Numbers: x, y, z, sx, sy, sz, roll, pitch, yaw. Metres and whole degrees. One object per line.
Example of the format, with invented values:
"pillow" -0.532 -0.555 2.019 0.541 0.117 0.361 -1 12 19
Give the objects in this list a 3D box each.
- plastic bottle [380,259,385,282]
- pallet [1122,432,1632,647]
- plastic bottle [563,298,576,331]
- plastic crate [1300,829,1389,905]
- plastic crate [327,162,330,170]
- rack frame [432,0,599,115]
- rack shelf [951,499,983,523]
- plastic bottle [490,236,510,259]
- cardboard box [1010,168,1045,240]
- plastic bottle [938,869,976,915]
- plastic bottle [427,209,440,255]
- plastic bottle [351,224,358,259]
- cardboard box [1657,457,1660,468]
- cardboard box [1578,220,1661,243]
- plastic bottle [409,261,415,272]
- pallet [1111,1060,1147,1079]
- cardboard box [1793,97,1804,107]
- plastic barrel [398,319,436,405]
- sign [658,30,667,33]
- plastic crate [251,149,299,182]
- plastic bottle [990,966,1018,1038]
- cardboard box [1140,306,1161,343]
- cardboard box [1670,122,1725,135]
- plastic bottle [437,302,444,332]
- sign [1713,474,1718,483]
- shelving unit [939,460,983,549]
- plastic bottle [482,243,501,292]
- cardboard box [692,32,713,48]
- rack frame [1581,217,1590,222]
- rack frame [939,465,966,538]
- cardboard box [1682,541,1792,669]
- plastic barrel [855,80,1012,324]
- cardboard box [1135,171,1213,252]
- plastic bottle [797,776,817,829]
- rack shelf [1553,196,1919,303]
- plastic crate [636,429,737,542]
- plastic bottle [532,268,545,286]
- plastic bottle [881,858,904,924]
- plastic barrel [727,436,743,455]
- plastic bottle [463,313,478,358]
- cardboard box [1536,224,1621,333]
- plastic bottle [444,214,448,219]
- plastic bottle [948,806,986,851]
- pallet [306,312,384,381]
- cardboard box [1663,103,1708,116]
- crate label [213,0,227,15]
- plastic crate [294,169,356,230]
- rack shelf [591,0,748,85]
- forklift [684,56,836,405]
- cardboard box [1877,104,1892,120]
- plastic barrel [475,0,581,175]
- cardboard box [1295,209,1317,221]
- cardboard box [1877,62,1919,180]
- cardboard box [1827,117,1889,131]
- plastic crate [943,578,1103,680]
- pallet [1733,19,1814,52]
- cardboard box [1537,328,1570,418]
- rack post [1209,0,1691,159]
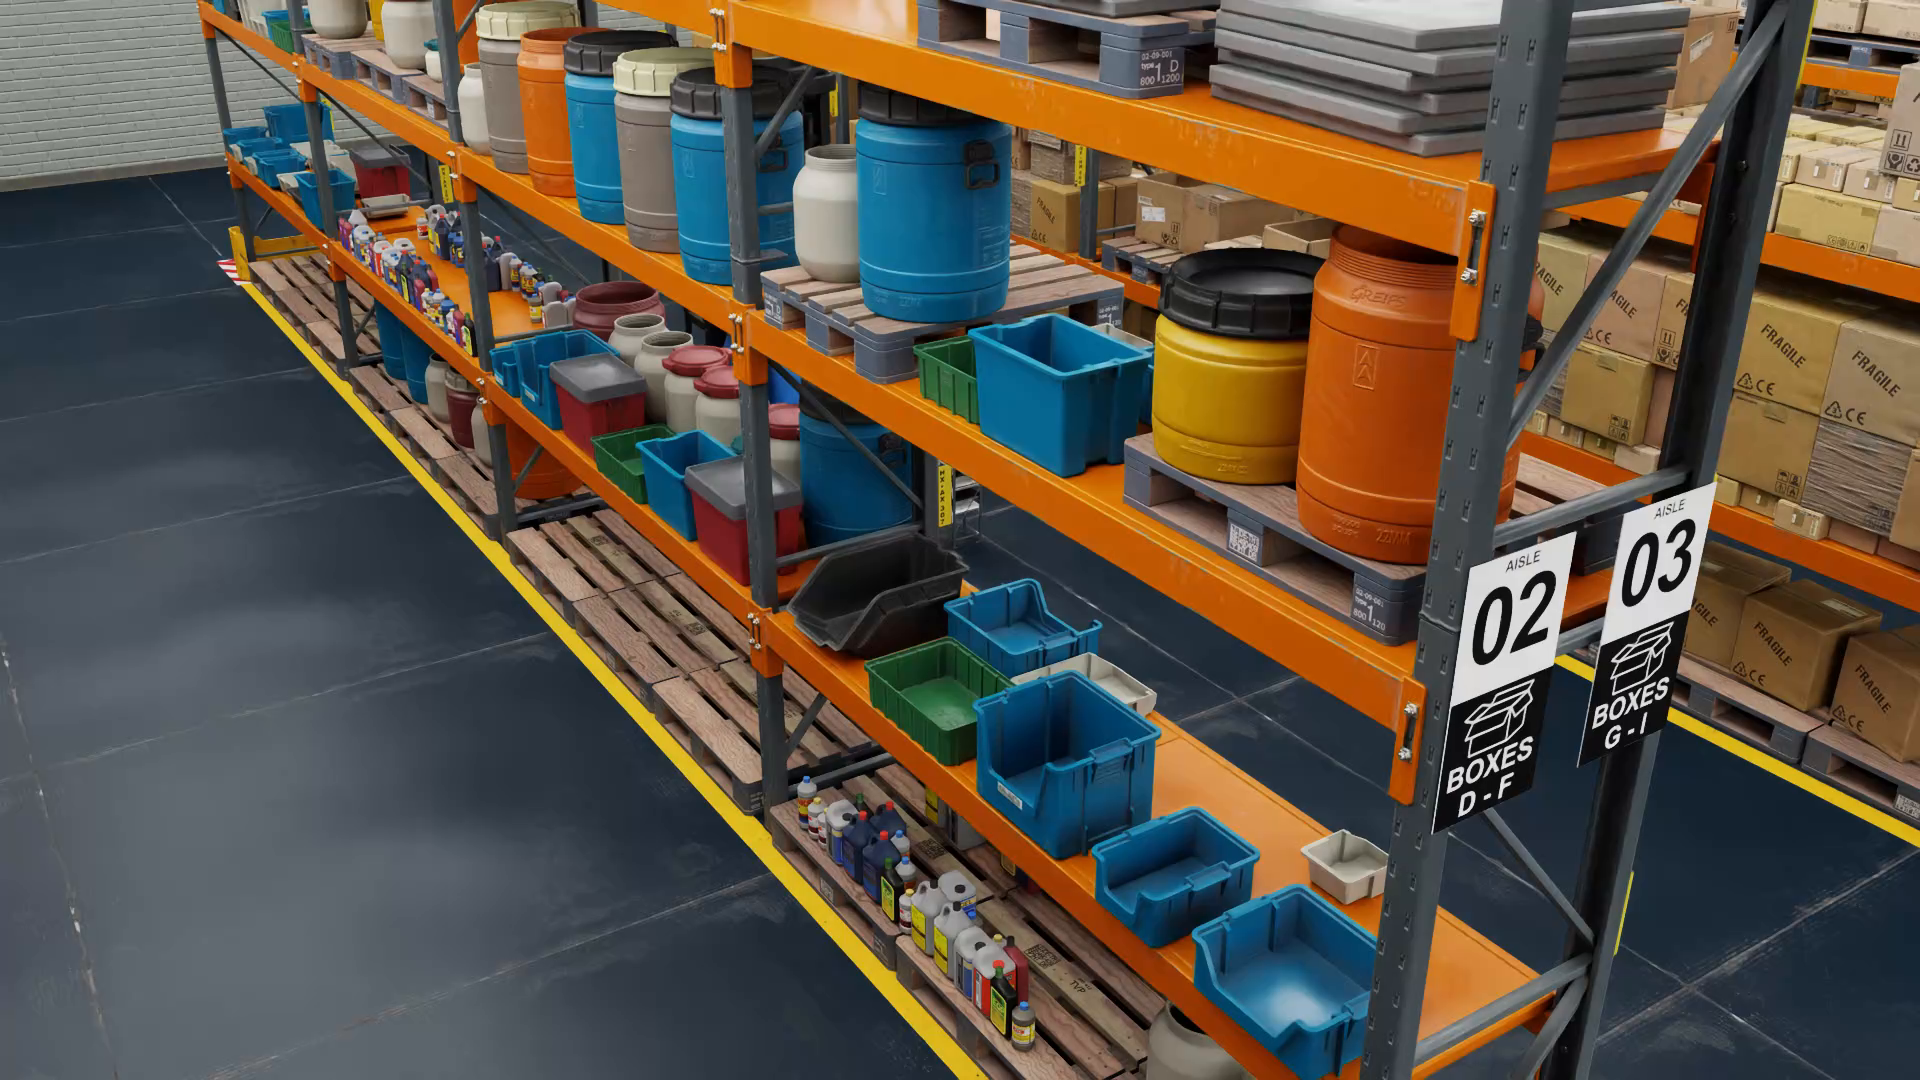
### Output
"plastic bottle" -4.443 -2.108 12.897 0.097 0.201 0.097 0 25 0
"pallet" 1.259 -0.129 5.179 1.003 0.211 1.213 -16 29 -30
"plastic bottle" -2.704 -1.575 11.680 0.152 0.276 0.135 -16 29 -30
"plastic crate" 1.410 1.185 5.997 0.298 0.136 0.250 -16 29 -30
"plastic crate" -6.013 -3.618 16.101 0.298 0.136 0.250 -16 29 -30
"rack frame" -2.738 -4.114 9.885 1.000 3.000 0.127 -16 29 -30
"rack shelf" -0.004 -0.217 11.618 0.258 0.077 0.200 -16 29 -30
"plastic bottle" -3.545 -2.163 12.837 0.144 0.351 0.185 -16 29 -30
"cardboard box" 0.667 -2.899 14.222 0.500 0.500 0.500 -16 30 -30
"plastic bottle" -0.016 1.624 7.433 0.152 0.276 0.135 -16 29 -30
"plastic bottle" -4.267 -2.523 13.601 0.144 0.351 0.185 -16 29 -30
"plastic bottle" -4.875 -2.423 13.482 0.097 0.271 0.097 0 25 0
"cardboard box" 4.163 -0.422 9.387 0.380 0.149 0.250 -16 29 -30
"cardboard box" 4.071 -1.659 10.077 0.500 0.500 0.500 -16 29 -30
"plastic bottle" -4.063 -1.930 12.424 0.061 0.283 0.133 -16 29 -30
"pallet" 1.109 2.414 6.352 1.003 0.211 1.213 -16 29 -30
"cardboard box" 9.221 -4.917 18.790 0.500 0.250 0.500 -17 30 -31
"plastic barrel" -4.253 -1.621 13.598 0.600 0.901 0.708 -16 29 -30
"sign" -3.424 -5.716 19.201 0.100 0.325 0.005 -16 29 -30
"plastic crate" -6.528 -3.577 15.903 0.416 0.233 0.300 -16 29 -30
"plastic bottle" 0.180 1.898 6.845 0.061 0.283 0.133 -15 29 -28
"cardboard box" 1.802 -1.730 13.397 0.500 0.250 0.500 -14 29 -28
"cardboard box" 4.017 -2.146 8.939 0.380 0.149 0.250 -15 29 -28
"plastic bottle" -3.650 -1.589 11.796 0.097 0.201 0.097 0 25 0
"sign" 2.092 -0.026 4.730 0.100 0.325 0.005 -16 29 -30
"shelving unit" -0.004 -0.410 11.526 0.258 0.900 0.210 -16 29 -30
"plastic bottle" -3.599 -2.079 12.660 0.144 0.351 0.185 -16 29 -30
"cardboard box" -2.647 -5.409 18.605 0.500 0.500 0.500 -16 30 -31
"rack frame" 3.595 -1.124 10.580 1.000 3.000 0.127 -16 29 -30
"rack frame" -0.060 -0.446 11.604 0.240 0.900 0.006 -16 29 -30
"cardboard box" 4.504 0.376 9.839 0.500 0.500 0.500 -19 31 -34
"plastic barrel" -0.101 -1.362 6.491 0.600 0.901 0.708 -16 29 -30
"cardboard box" 1.740 -2.606 13.110 0.500 0.500 0.500 -20 32 -36
"plastic bottle" -0.748 1.281 8.166 0.097 0.271 0.097 0 25 0
"rack shelf" 4.687 -1.440 8.578 1.077 0.370 4.000 -16 29 -30
"plastic crate" -1.418 -0.285 8.821 0.392 0.384 0.575 -16 29 -30
"plastic bottle" -3.117 -1.885 12.327 0.061 0.283 0.133 -16 29 -30
"plastic bottle" -0.304 1.581 7.516 0.061 0.283 0.133 -14 29 -27
"plastic barrel" -1.149 -0.417 9.243 0.301 0.262 0.301 0 25 0
"plastic bottle" -3.317 -1.393 11.286 0.061 0.283 0.133 -16 29 -30
"cardboard box" 3.628 -1.536 9.815 0.500 0.500 0.500 -16 29 -30
"plastic bottle" -4.237 -2.579 13.807 0.152 0.276 0.135 -16 29 -30
"plastic bottle" 0.033 1.338 8.039 0.152 0.276 0.135 -16 29 -30
"pallet" -5.356 -1.824 15.330 1.003 0.211 1.213 -16 29 -30
"cardboard box" 4.084 -2.427 9.535 0.380 0.149 0.250 -15 29 -29
"crate label" -6.873 -5.146 15.760 0.408 0.251 0.502 -16 29 -30
"plastic crate" -5.463 -2.939 14.372 0.392 0.384 0.575 -16 29 -30
"rack shelf" -1.647 -2.892 8.609 1.077 0.370 4.000 -16 29 -30
"forklift" -1.725 -2.548 13.677 1.130 2.935 3.031 -14 29 -28
"cardboard box" 9.973 -4.563 17.668 0.380 0.149 0.250 -18 31 -33
"plastic barrel" -2.472 -2.639 9.689 0.600 0.901 0.600 0 25 0
"cardboard box" 3.910 -3.650 18.367 0.500 0.500 0.500 -14 29 -27
"cardboard box" 4.721 -1.951 7.767 0.500 0.500 0.500 -16 29 -30
"cardboard box" 7.248 -3.101 13.479 0.700 0.500 0.500 -16 30 -30
"plastic crate" 0.277 0.430 7.462 0.499 0.251 0.616 -16 29 -30
"pallet" 6.631 -4.328 14.075 1.003 0.211 1.213 -14 29 -27
"cardboard box" 3.789 -1.129 10.124 0.875 0.500 0.500 -16 29 -30
"rack post" 1.323 -1.326 4.566 0.937 0.300 0.954 -12 28 -24
